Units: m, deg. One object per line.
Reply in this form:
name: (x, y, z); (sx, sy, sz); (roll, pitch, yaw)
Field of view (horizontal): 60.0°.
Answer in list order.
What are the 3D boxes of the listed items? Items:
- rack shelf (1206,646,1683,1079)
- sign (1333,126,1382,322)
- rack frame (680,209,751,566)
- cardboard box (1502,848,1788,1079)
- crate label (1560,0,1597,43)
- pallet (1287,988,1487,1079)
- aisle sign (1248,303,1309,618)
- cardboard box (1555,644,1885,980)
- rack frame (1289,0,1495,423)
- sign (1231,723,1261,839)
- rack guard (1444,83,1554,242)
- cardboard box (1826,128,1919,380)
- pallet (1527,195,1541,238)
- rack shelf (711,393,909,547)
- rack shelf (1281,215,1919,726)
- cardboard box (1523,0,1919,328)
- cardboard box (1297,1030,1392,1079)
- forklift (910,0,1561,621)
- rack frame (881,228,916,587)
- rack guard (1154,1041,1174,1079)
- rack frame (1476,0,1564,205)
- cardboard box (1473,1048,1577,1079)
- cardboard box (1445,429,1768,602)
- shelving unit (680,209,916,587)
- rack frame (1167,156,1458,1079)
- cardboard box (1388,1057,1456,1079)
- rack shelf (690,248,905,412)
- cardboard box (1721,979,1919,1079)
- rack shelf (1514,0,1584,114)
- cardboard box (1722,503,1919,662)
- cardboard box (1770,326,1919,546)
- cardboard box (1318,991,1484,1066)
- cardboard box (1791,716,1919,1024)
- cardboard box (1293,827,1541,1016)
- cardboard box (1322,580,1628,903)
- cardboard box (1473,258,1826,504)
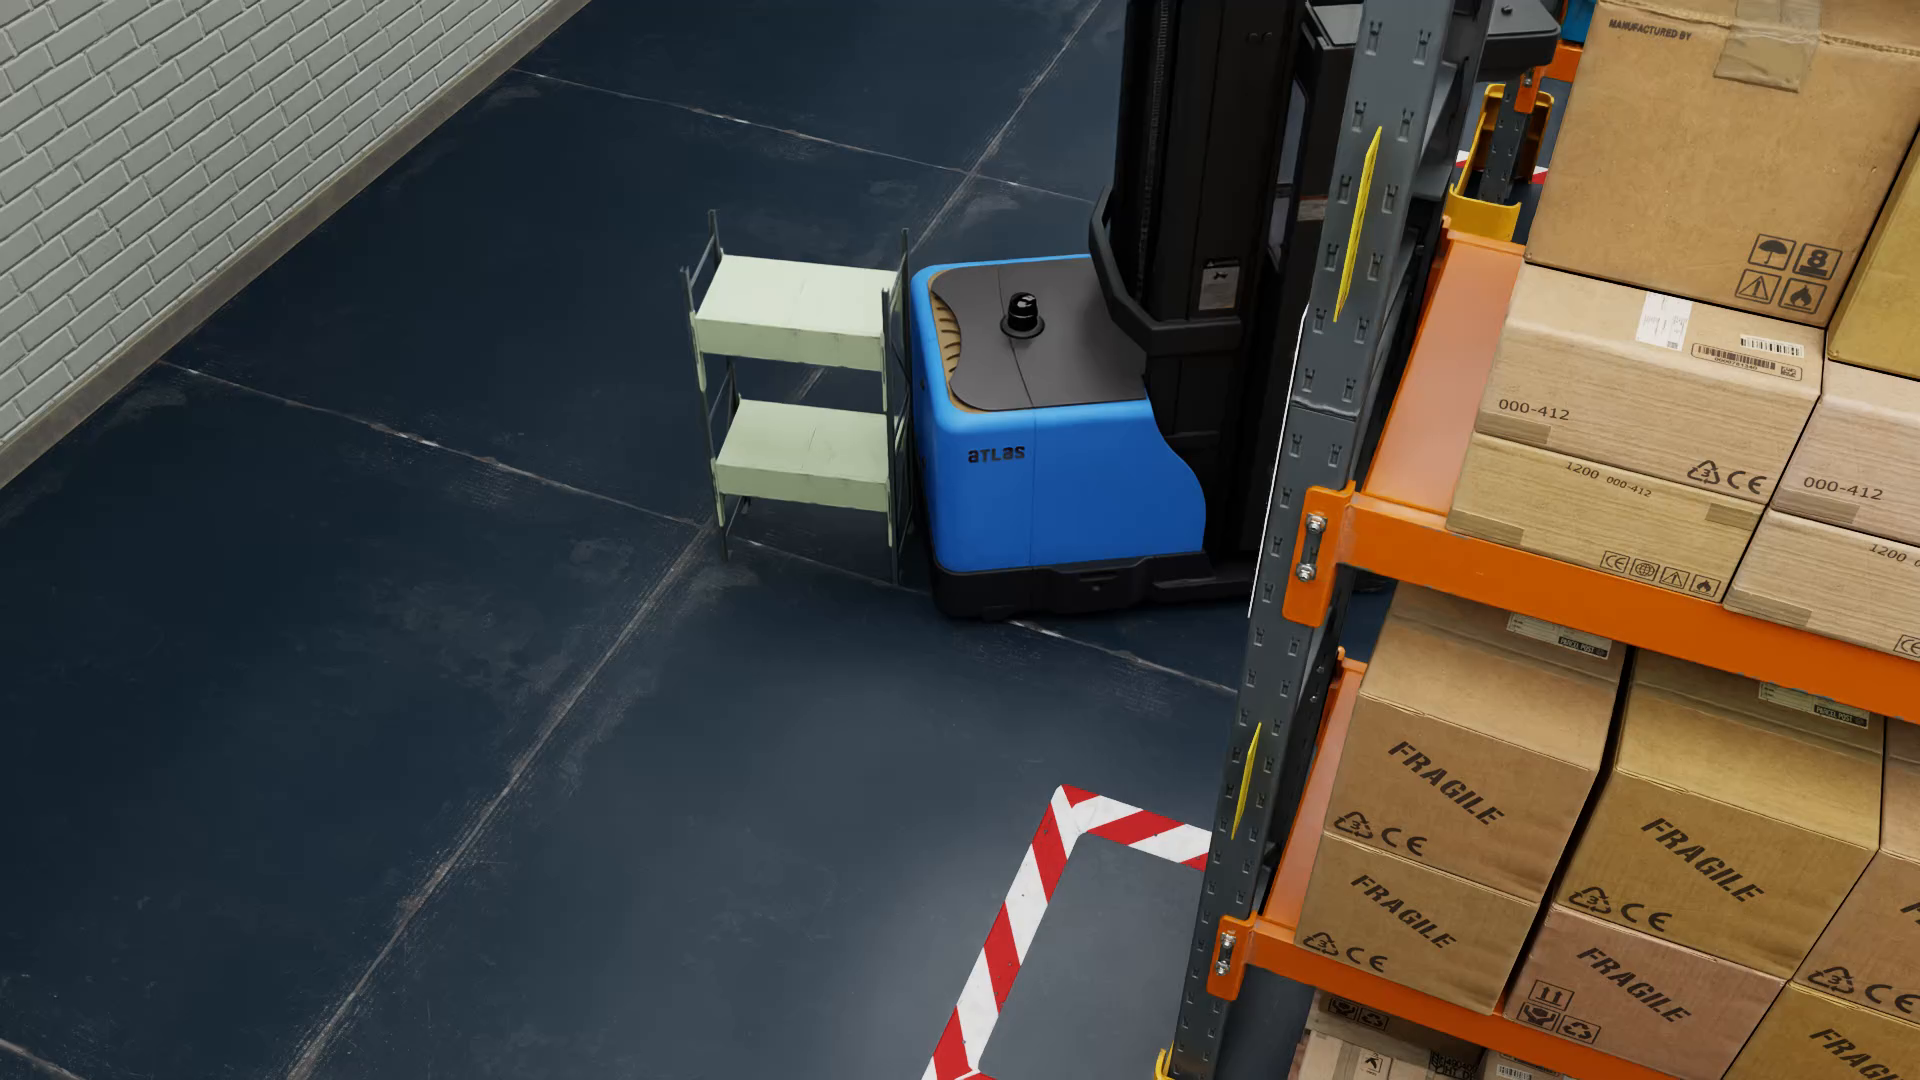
rack shelf: (2.708, 1.303, 4.162); (4.000, 0.370, 1.077); (16, 47, 16)
sign: (0.653, -0.515, 2.733); (0.005, 0.325, 0.100); (16, 47, 16)
rack frame: (-0.955, -0.561, 6.590); (0.023, 1.500, 0.400); (7, 45, 7)
cardboard box: (1.648, 0.898, 3.988); (0.500, 0.500, 0.500); (16, 47, 15)
crate label: (2.873, -2.399, 7.449); (0.303, 0.233, 0.416); (16, 47, 16)
pallet: (1.668, 1.730, 5.200); (1.213, 0.211, 1.003); (16, 47, 16)
aisle sign: (0.686, -0.244, 3.364); (0.004, 0.787, 0.394); (16, 47, 16)
cardboard box: (1.655, 0.544, 3.635); (0.500, 0.500, 0.500); (17, 47, 16)
rack frame: (0.862, -1.621, 2.339); (0.127, 3.000, 1.000); (16, 47, 16)
sign: (0.653, 0.552, 3.794); (0.005, 0.325, 0.100); (16, 47, 16)
rack guard: (2.745, -1.830, 8.574); (0.348, 0.500, 1.175); (16, 47, 16)
cardboard box: (1.771, -0.628, 2.687); (0.500, 0.500, 0.700); (16, 47, 16)
pallet: (3.518, -1.481, 8.427); (1.213, 0.211, 1.003); (16, 47, 16)
rack shelf: (-0.594, -0.287, 6.777); (0.720, 0.370, 0.431); (7, 45, 7)
rack shelf: (2.708, 0.240, 3.104); (4.000, 0.370, 1.077); (16, 47, 16)
cardboard box: (1.342, -0.819, 2.879); (0.500, 0.500, 0.700); (16, 47, 16)
cardboard box: (1.116, 1.697, 4.966); (0.250, 0.149, 0.380); (16, 47, 16)
forklift: (1.344, -1.173, 6.190); (3.031, 2.935, 1.130); (-5, 45, -5)
rack frame: (-0.233, -0.476, 6.504); (0.023, 1.500, 0.400); (7, 45, 7)
rack guard: (0.932, 1.412, 5.315); (0.348, 0.500, 1.175); (16, 47, 16)
rack frame: (2.772, -2.718, 7.694); (0.127, 3.000, 1.000); (16, 47, 16)
cardboard box: (1.716, 1.792, 4.799); (0.500, 0.250, 0.500); (16, 47, 16)
cardboard box: (1.238, -0.200, 3.143); (0.500, 0.250, 0.500); (16, 47, 16)
shelving unit: (-0.594, -0.519, 6.547); (0.755, 1.500, 0.431); (7, 45, 7)
rack frame: (0.862, 0.505, 4.455); (0.127, 3.000, 1.000); (16, 47, 16)
cardboard box: (1.347, 1.759, 4.891); (0.250, 0.166, 0.380); (16, 47, 16)
rack shelf: (-0.594, -0.795, 6.271); (0.720, 0.370, 0.431); (7, 45, 7)
cardboard box: (2.110, 1.037, 3.849); (0.500, 0.500, 0.500); (16, 47, 16)
rack shelf: (4.618, -1.920, 7.402); (4.000, 0.370, 1.077); (16, 47, 16)
cardboard box: (1.694, -0.056, 2.998); (0.500, 0.250, 0.500); (16, 47, 16)
cardboard box: (1.694, -0.233, 2.821); (0.500, 0.250, 0.500); (16, 47, 16)
cardboard box: (1.458, 1.223, 5.194); (0.500, 0.500, 0.500); (16, 47, 16)
cardboard box: (2.115, 0.684, 3.496); (0.500, 0.500, 0.500); (17, 47, 16)
cardboard box: (1.170, 0.762, 4.126); (0.500, 0.500, 0.500); (17, 47, 17)
cardboard box: (1.170, 0.407, 3.773); (0.500, 0.500, 0.500); (18, 48, 17)
cardboard box: (1.236, -0.373, 2.963); (0.500, 0.250, 0.500); (16, 47, 16)
